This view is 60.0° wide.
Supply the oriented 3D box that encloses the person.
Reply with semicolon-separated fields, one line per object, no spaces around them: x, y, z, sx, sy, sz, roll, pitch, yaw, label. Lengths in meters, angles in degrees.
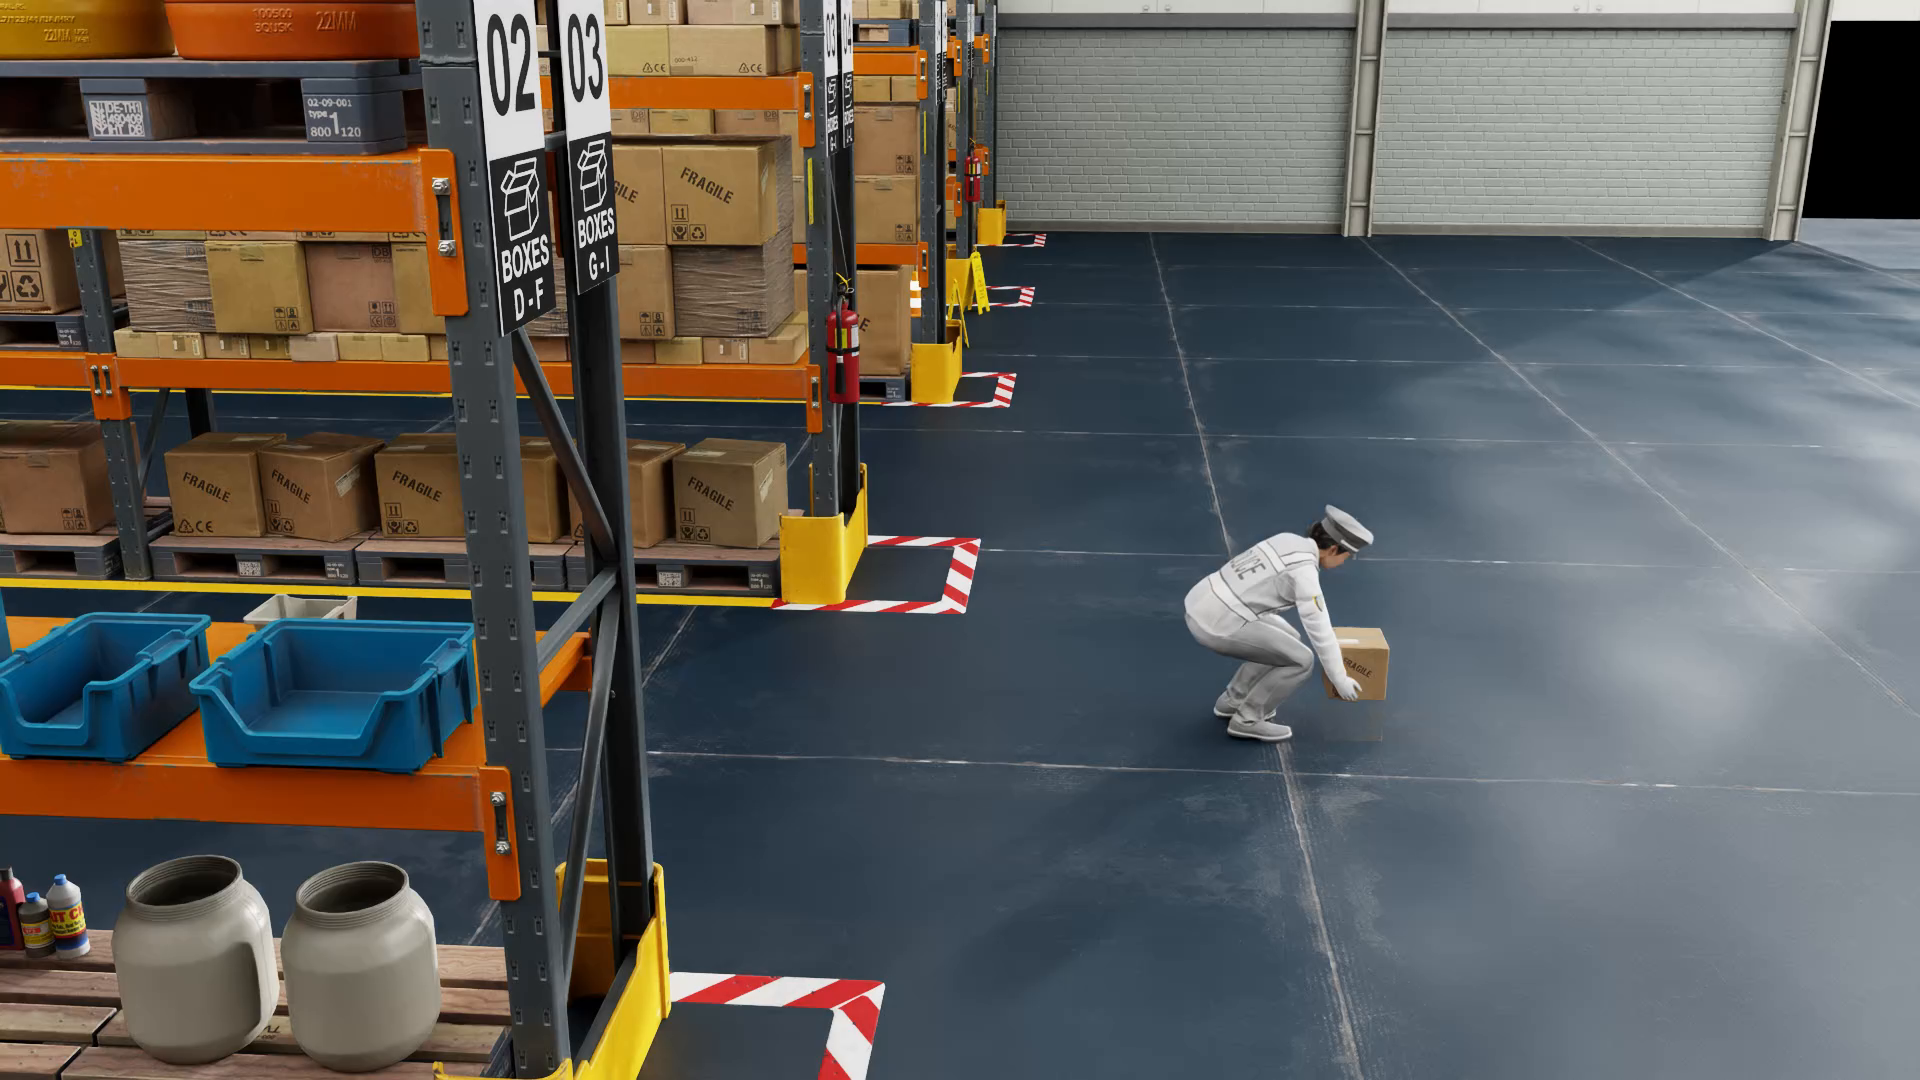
1.418;0.357;7.474;0.819;1.036;0.497;1;18;4;person
